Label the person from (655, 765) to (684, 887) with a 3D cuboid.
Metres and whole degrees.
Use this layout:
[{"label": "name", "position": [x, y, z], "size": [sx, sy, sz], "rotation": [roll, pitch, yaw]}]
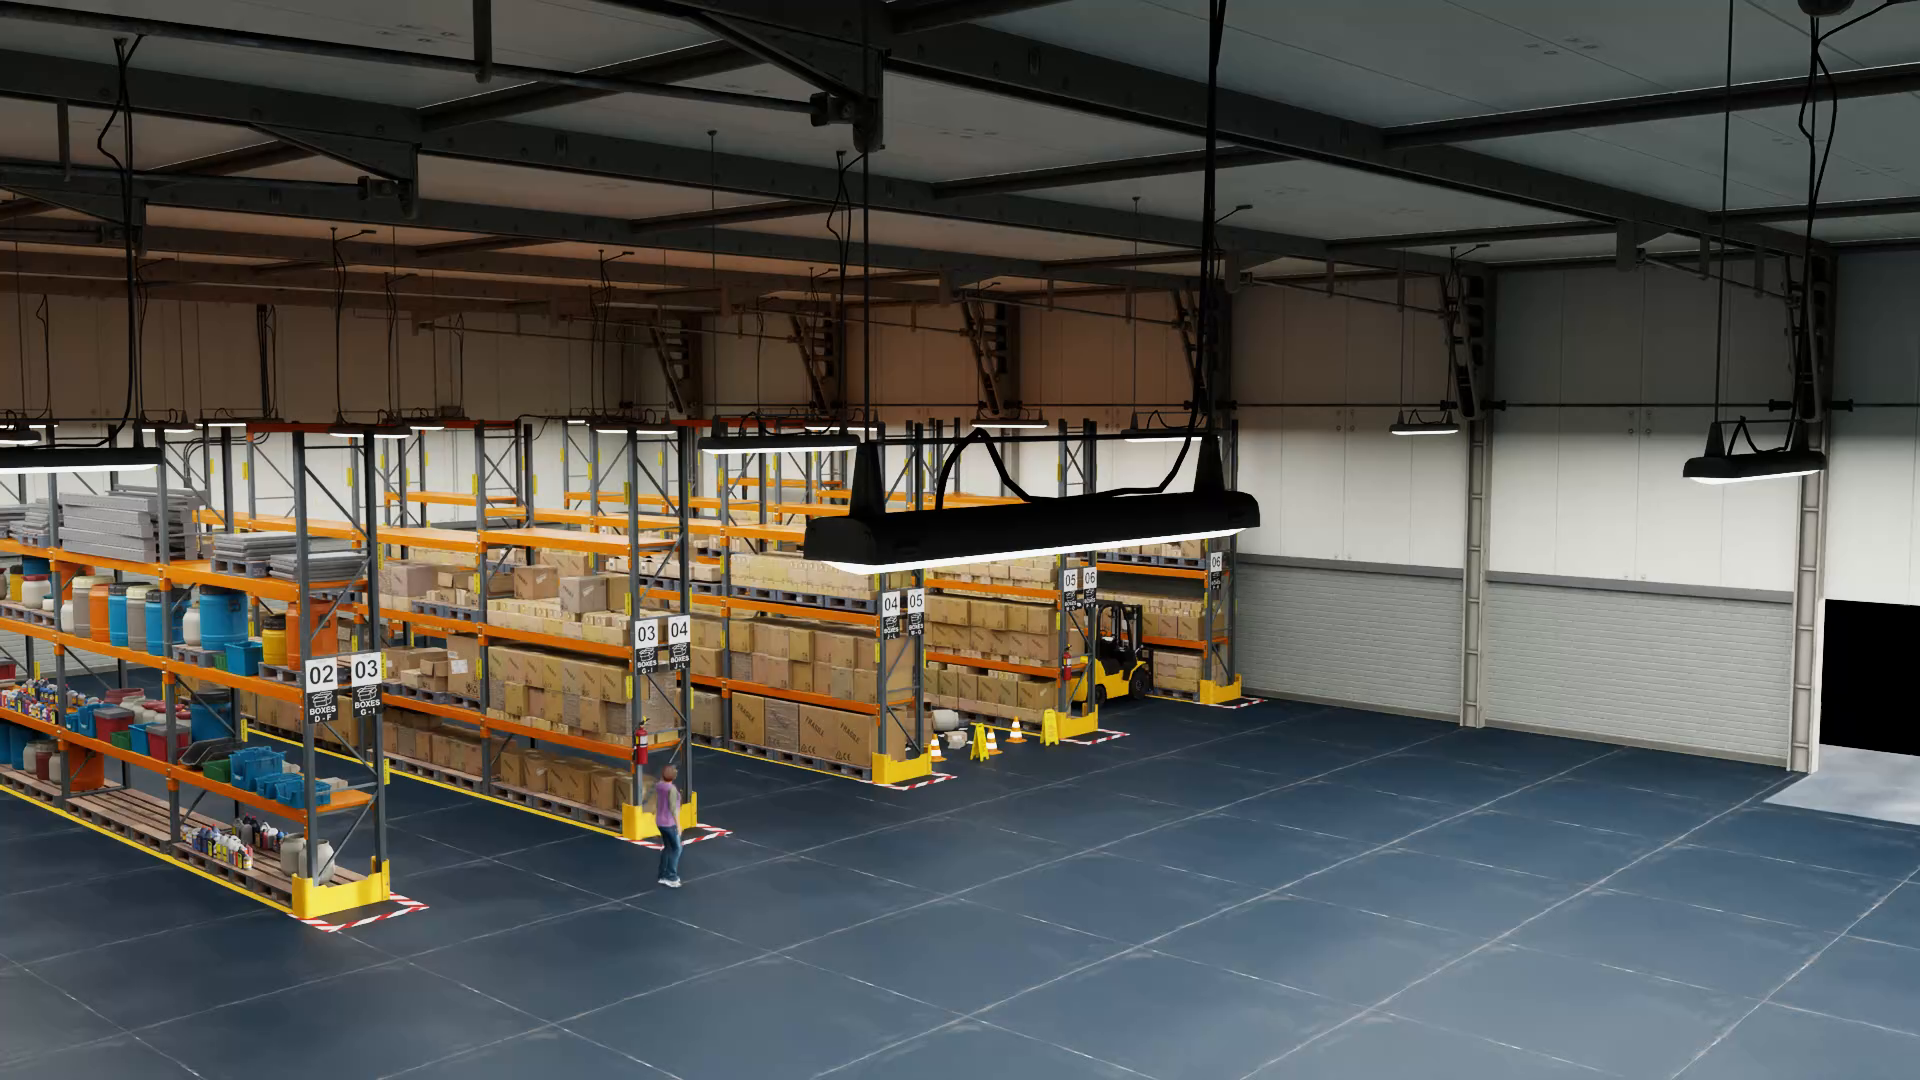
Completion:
[{"label": "person", "position": [-3.854, 3.774, 21.946], "size": [0.333, 1.638, 0.461], "rotation": [-2, 5, -27]}]
